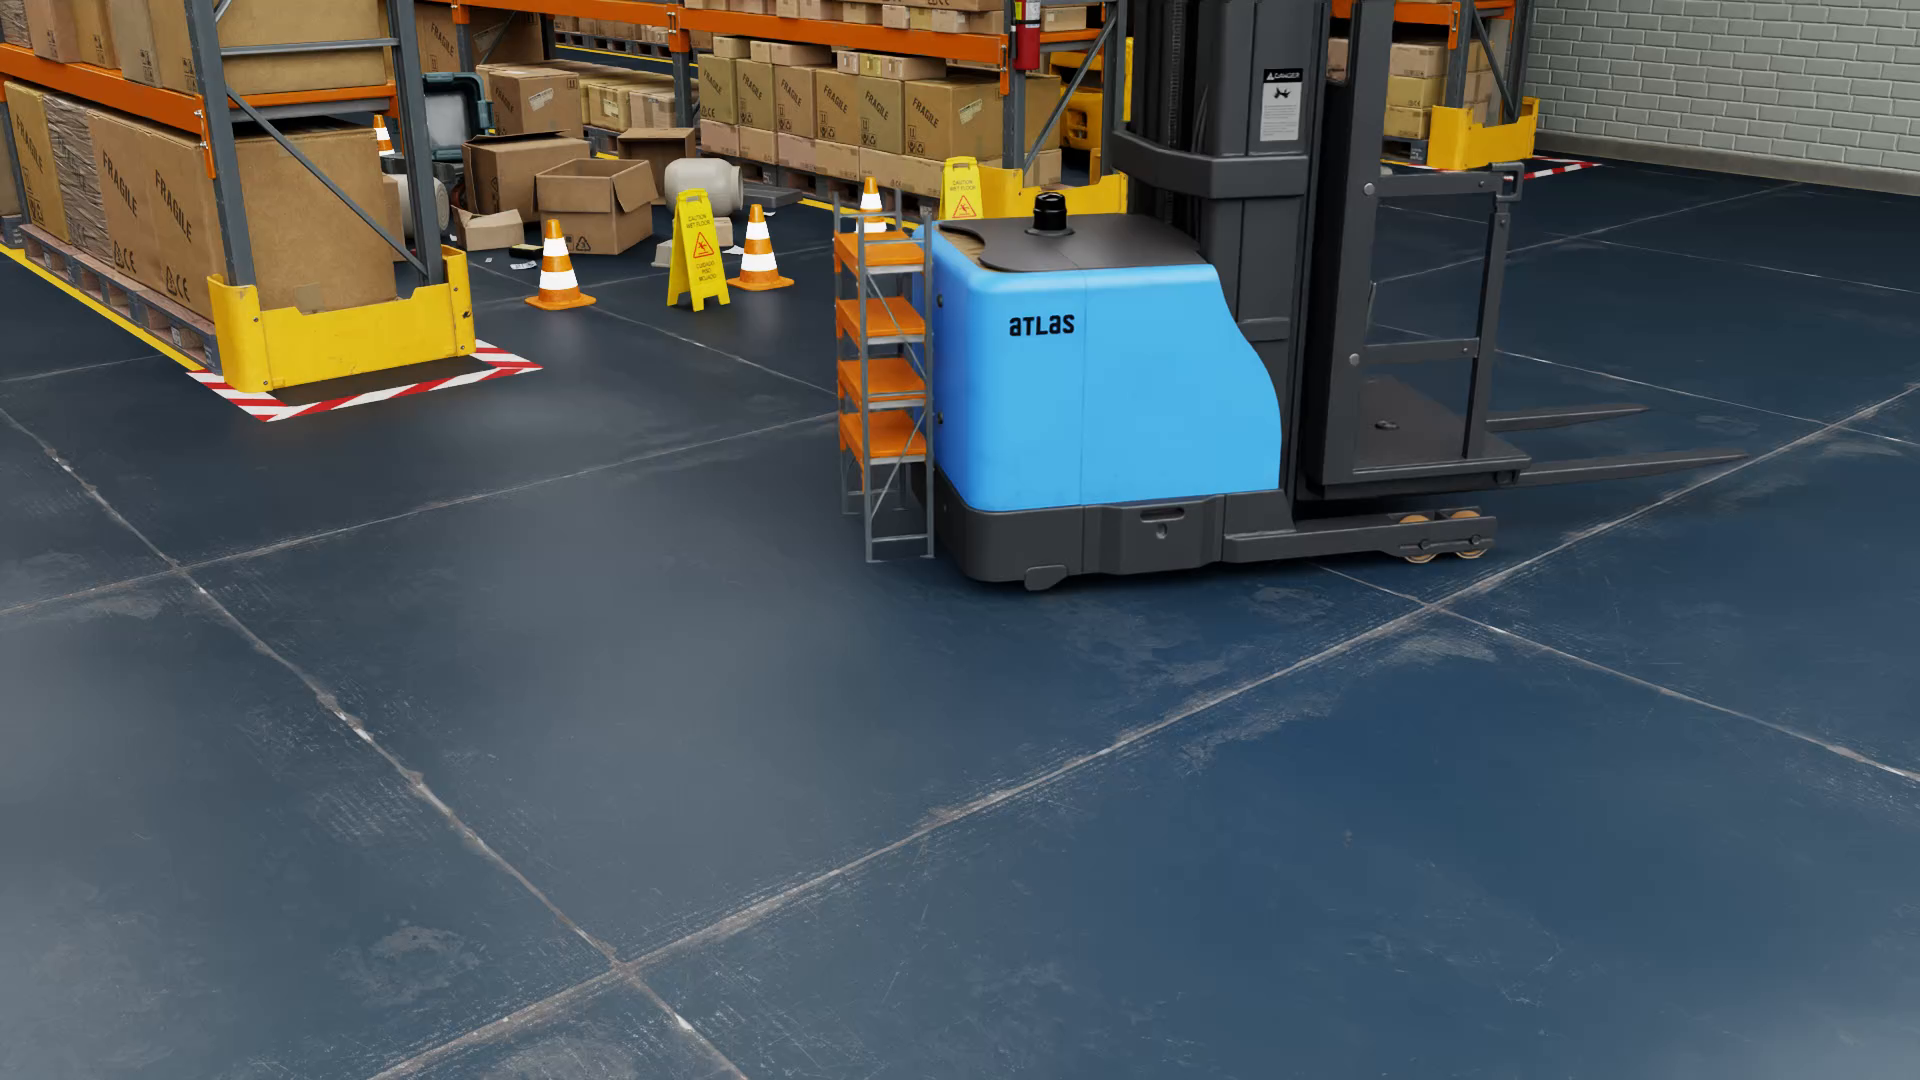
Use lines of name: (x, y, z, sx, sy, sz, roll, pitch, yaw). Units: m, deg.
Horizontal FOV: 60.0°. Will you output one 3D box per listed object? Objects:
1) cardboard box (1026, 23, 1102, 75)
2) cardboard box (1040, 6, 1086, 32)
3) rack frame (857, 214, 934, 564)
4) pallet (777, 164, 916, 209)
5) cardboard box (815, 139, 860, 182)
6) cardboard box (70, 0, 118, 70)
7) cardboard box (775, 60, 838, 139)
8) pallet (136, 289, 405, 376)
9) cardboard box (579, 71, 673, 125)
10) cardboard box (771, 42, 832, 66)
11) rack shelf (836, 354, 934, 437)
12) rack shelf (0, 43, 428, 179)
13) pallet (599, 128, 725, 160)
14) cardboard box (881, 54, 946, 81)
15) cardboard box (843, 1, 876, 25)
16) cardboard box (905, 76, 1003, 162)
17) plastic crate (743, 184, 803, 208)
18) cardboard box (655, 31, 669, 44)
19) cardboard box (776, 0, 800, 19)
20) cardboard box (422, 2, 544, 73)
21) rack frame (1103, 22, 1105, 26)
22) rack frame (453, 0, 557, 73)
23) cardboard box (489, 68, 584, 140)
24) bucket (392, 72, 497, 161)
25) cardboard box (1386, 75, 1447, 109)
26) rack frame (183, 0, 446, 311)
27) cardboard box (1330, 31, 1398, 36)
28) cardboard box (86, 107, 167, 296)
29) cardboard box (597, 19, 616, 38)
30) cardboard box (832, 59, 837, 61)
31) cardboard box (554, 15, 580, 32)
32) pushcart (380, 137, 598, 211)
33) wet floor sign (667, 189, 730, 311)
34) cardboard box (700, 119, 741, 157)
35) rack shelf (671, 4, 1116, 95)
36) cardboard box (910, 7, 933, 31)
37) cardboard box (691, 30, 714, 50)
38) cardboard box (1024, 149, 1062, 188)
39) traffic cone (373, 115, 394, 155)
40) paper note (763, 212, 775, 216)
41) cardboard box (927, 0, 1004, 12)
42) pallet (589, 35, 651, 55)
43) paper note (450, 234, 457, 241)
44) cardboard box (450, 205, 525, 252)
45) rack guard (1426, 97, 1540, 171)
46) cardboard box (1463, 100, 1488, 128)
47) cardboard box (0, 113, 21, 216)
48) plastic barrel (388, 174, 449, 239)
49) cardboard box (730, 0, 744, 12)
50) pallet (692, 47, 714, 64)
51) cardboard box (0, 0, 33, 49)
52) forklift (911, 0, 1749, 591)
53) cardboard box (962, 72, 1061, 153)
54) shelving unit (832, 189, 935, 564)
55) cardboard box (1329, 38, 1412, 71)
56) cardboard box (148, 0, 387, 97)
cardboard box: (0.988, -5.203, 17.835, 0.875, 0.625, 0.625, -18, 28, -38)
cardboard box: (0.626, -3.494, 11.135, 0.380, 0.149, 0.250, -17, 27, -37)
rack frame: (-0.211, -0.488, 5.585, 0.240, 1.200, 0.015, -5, 22, -12)
pallet: (-0.654, -2.760, 12.741, 1.003, 0.211, 1.213, -17, 27, -37)
cardboard box: (-0.718, -2.830, 12.292, 0.500, 0.250, 0.500, -19, 28, -39)
cardboard box: (-4.293, -2.891, 9.046, 0.875, 0.550, 0.500, -17, 27, -37)
cardboard box: (-1.044, -3.321, 12.516, 0.500, 0.500, 0.500, -16, 26, -35)
pallet: (-3.574, -1.165, 8.669, 1.003, 0.211, 1.213, -17, 27, -37)
cardboard box: (-3.191, -4.078, 15.311, 0.950, 0.372, 0.625, -16, 27, -36)
cardboard box: (-1.188, -3.648, 12.461, 0.380, 0.149, 0.250, -16, 26, -34)
rack shelf: (-0.267, -0.512, 5.831, 0.258, 0.148, 0.480, -5, 22, -12)
rack shelf: (-4.298, -2.479, 9.186, 1.077, 0.370, 4.000, -17, 27, -37)
pallet: (-2.429, -3.489, 14.603, 1.003, 0.211, 1.213, -17, 27, -37)
cardboard box: (-0.320, -3.279, 11.519, 0.380, 0.149, 0.250, -16, 27, -36)
cardboard box: (-0.603, -3.740, 11.763, 0.380, 0.149, 0.250, -18, 28, -38)
cardboard box: (-0.029, -2.891, 11.419, 0.500, 0.500, 0.500, -17, 27, -37)
plastic crate: (-1.516, -2.584, 12.472, 0.583, 0.080, 0.402, 12, 24, 27)
cardboard box: (-3.970, -6.918, 22.866, 0.380, 0.149, 0.250, -18, 28, -39)
cardboard box: (-1.129, -3.937, 12.266, 0.380, 0.149, 0.250, -17, 27, -37)
cardboard box: (-4.919, -5.095, 17.216, 0.875, 0.875, 0.875, -18, 28, -38)
rack frame: (1.838, -5.755, 16.565, 1.000, 3.000, 0.127, -17, 27, -37)
rack frame: (-4.531, -5.678, 16.367, 1.000, 3.000, 0.127, -17, 27, -37)
cardboard box: (-3.249, -3.329, 12.760, 0.500, 0.500, 0.500, -17, 27, -37)
bucket: (-3.768, -3.061, 12.091, 0.726, 0.611, 0.620, -8, 13, -19)
cardboard box: (3.895, -3.858, 14.231, 0.500, 0.250, 0.500, -18, 28, -38)
rack frame: (-2.993, -2.261, 7.644, 1.000, 3.000, 0.127, -17, 27, -37)
cardboard box: (3.632, -4.487, 15.150, 0.500, 0.250, 0.500, -18, 27, -38)
cardboard box: (-4.061, -1.882, 9.013, 0.875, 0.875, 0.875, -18, 28, -38)
cardboard box: (-4.869, -7.496, 23.860, 0.500, 0.500, 0.500, -17, 27, -36)
cardboard box: (-0.663, -3.457, 12.863, 0.500, 0.500, 0.500, -16, 26, -35)
cardboard box: (-5.667, -7.912, 24.920, 0.797, 0.503, 0.637, -19, 28, -39)
pushcart: (-3.614, -2.795, 12.603, 0.936, 0.377, 1.648, 12, 24, 27)
wet floor sign: (-1.474, -1.628, 9.257, 0.232, 0.644, 0.267, 17, 27, 36)
cardboard box: (-1.739, -3.261, 13.390, 0.500, 0.250, 0.500, -19, 28, -40)
rack shelf: (-0.614, -3.685, 12.266, 1.077, 0.370, 4.000, -17, 27, -37)
cardboard box: (-0.115, -3.522, 11.209, 0.380, 0.149, 0.250, -18, 28, -38)
cardboard box: (-3.238, -6.810, 22.110, 0.500, 0.500, 0.500, -16, 26, -35)
cardboard box: (0.374, -2.671, 11.886, 0.500, 0.250, 0.500, -18, 28, -38)
traffic cone: (-4.737, -3.243, 13.629, 0.336, 0.463, 0.334, -17, 27, -37)
paper note: (-1.415, -2.343, 11.924, 0.148, 0.019, 0.142, 12, 24, 27)
cardboard box: (0.128, -3.737, 10.867, 0.500, 0.500, 0.500, -18, 28, -38)
pallet: (-4.632, -7.194, 24.063, 1.003, 0.211, 1.213, -17, 27, -37)
paper note: (-3.331, -2.041, 11.163, 0.172, 0.023, 0.155, -8, 23, -19)
cardboard box: (-3.086, -2.057, 10.871, 0.396, 0.266, 0.258, -12, 25, -28)
rack guard: (4.465, -3.480, 14.183, 1.175, 0.500, 0.348, -17, 27, -37)
cardboard box: (4.277, -3.748, 14.634, 0.500, 0.250, 0.500, -17, 27, -37)
cardboard box: (-6.077, -2.664, 11.183, 1.050, 0.750, 0.750, -18, 27, -38)
plastic barrel: (-3.701, -2.219, 11.068, 0.512, 0.421, 0.421, 0, 21, -1)
cardboard box: (-1.556, -4.169, 12.859, 0.380, 0.149, 0.250, -18, 27, -38)
pallet: (-2.824, -6.451, 22.166, 1.003, 0.211, 1.213, -17, 27, -37)
cardboard box: (-5.354, -3.337, 10.186, 0.875, 0.550, 0.550, -17, 27, -37)
forklift: (1.388, -1.465, 5.704, 3.031, 2.935, 1.130, -5, 22, -12)
cardboard box: (0.358, -3.027, 11.766, 0.500, 0.500, 0.500, -19, 28, -39)
shelving unit: (-0.267, -0.575, 5.806, 0.258, 1.200, 0.503, -5, 22, -12)
cardboard box: (3.575, -4.224, 14.478, 0.500, 0.250, 0.500, -17, 27, -36)
cardboard box: (-3.269, -2.423, 7.851, 0.875, 0.550, 0.550, -17, 27, -37)
